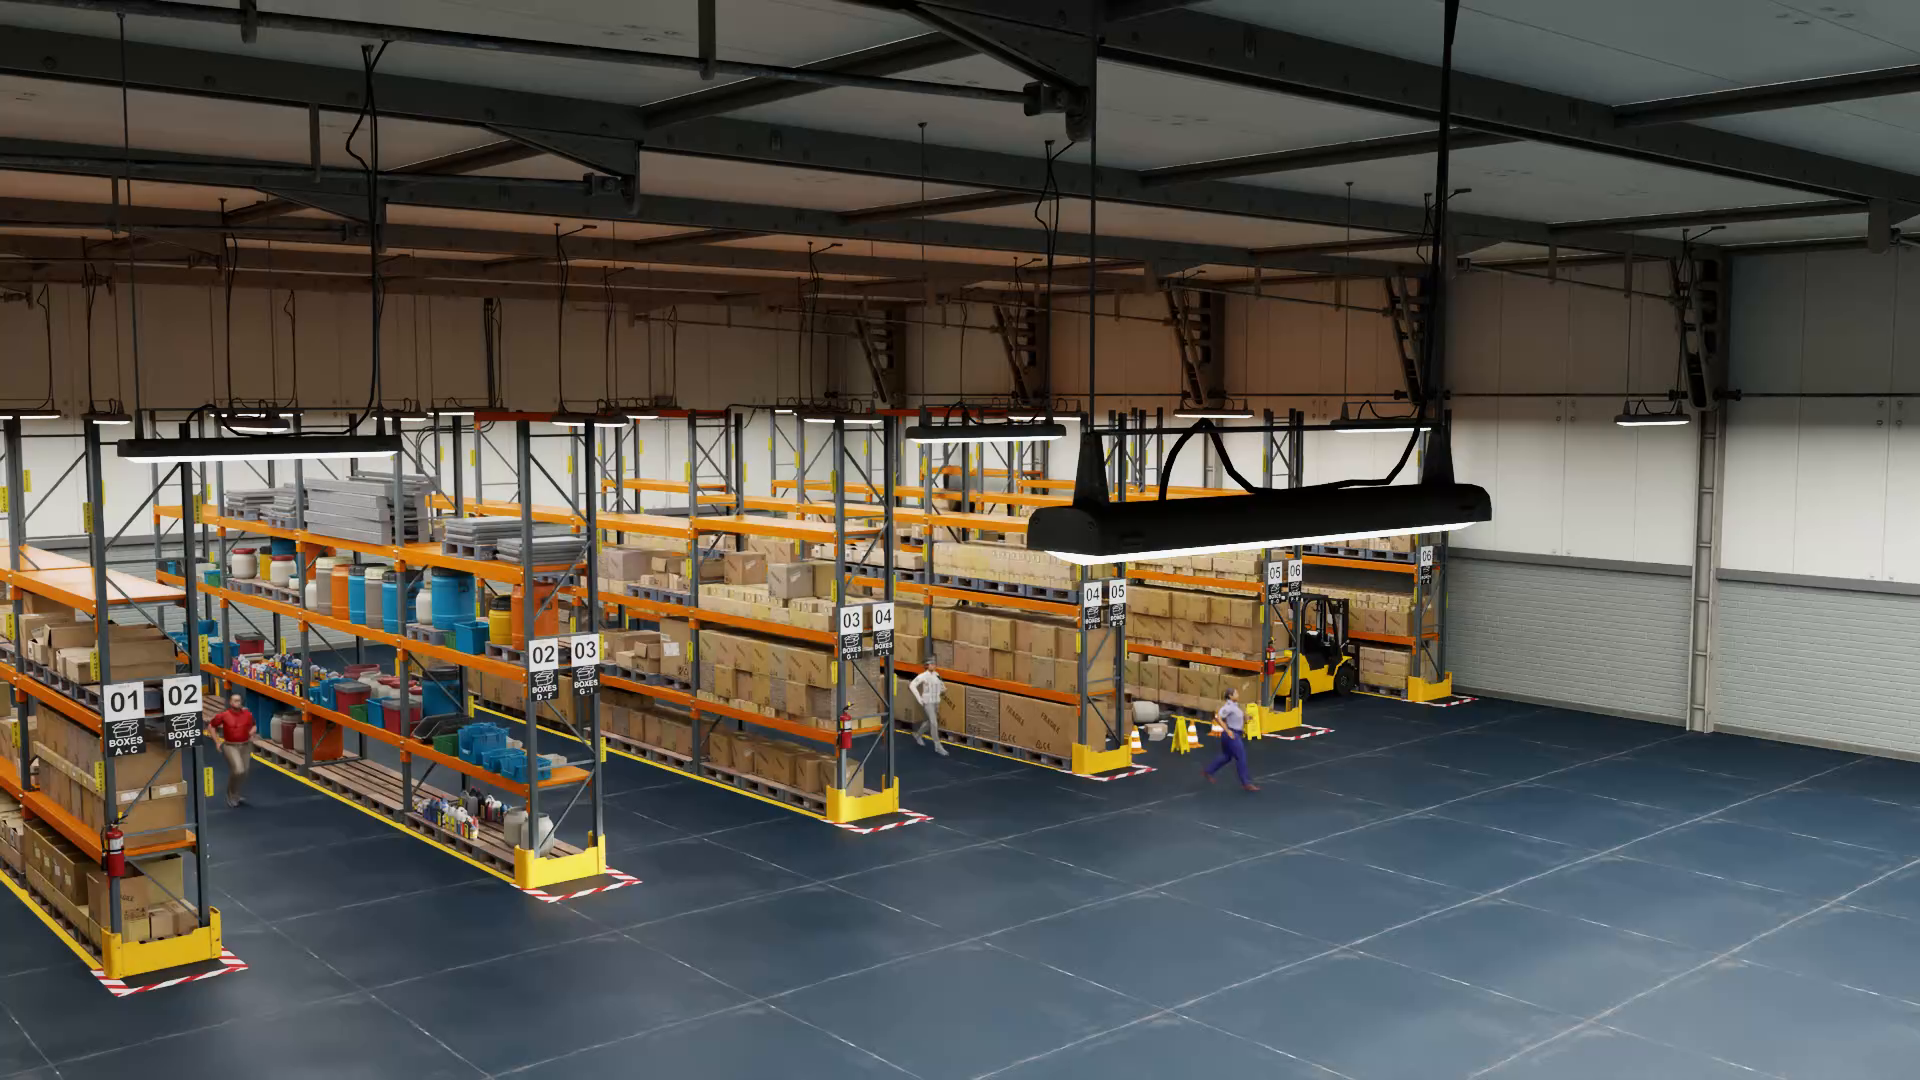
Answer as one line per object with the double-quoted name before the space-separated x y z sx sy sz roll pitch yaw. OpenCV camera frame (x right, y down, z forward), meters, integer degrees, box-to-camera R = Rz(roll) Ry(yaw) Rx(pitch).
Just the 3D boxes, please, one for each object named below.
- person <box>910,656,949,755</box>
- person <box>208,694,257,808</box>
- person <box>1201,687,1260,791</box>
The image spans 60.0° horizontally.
"person" -0.522 2.887 29.351 0.929 1.694 0.605 5 7 42
"person" -11.092 3.239 25.557 0.684 1.736 0.637 4 6 37
"person" 4.337 3.164 26.551 0.920 1.638 0.603 1 5 8
